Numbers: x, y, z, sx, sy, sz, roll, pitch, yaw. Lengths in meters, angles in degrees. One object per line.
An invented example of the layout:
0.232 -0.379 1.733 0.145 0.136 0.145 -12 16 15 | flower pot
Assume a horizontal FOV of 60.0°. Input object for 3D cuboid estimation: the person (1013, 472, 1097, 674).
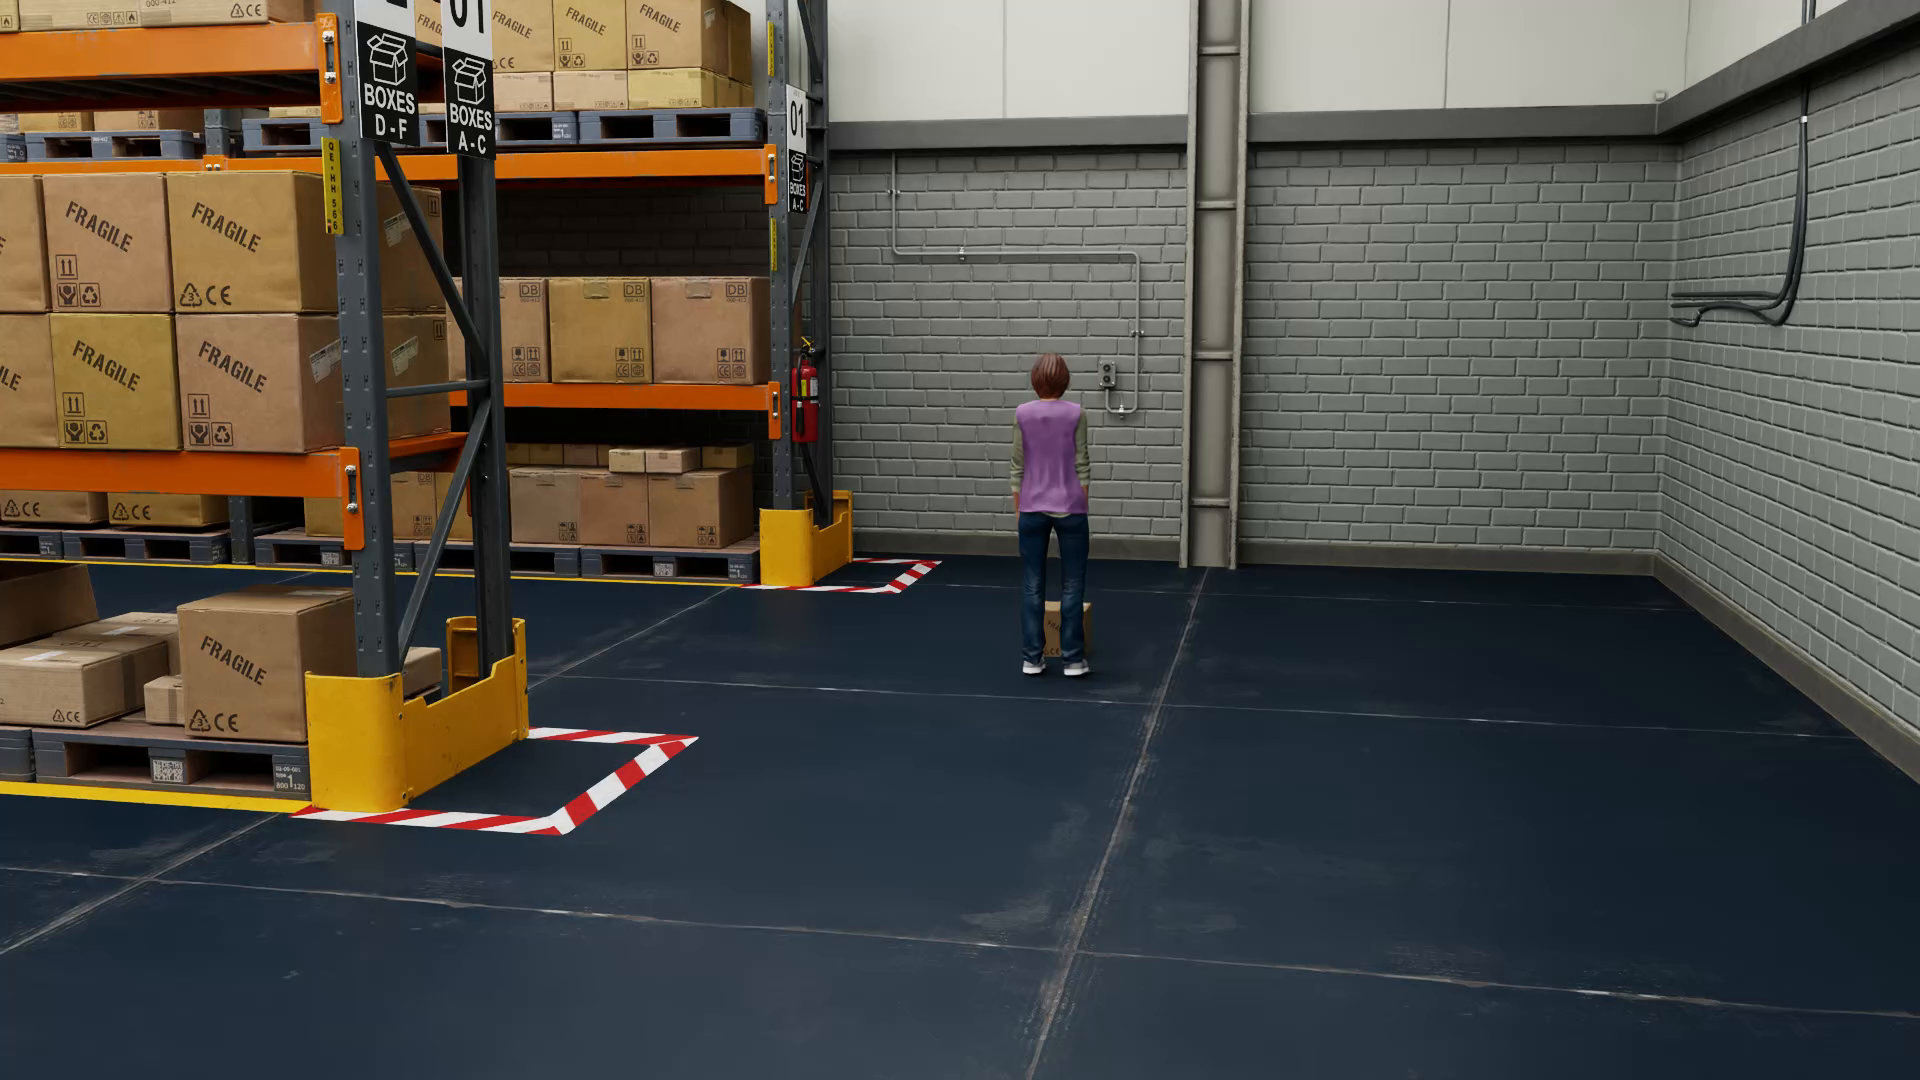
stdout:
0.458 0.177 8.365 0.450 0.963 0.779 2 8 11 | person
